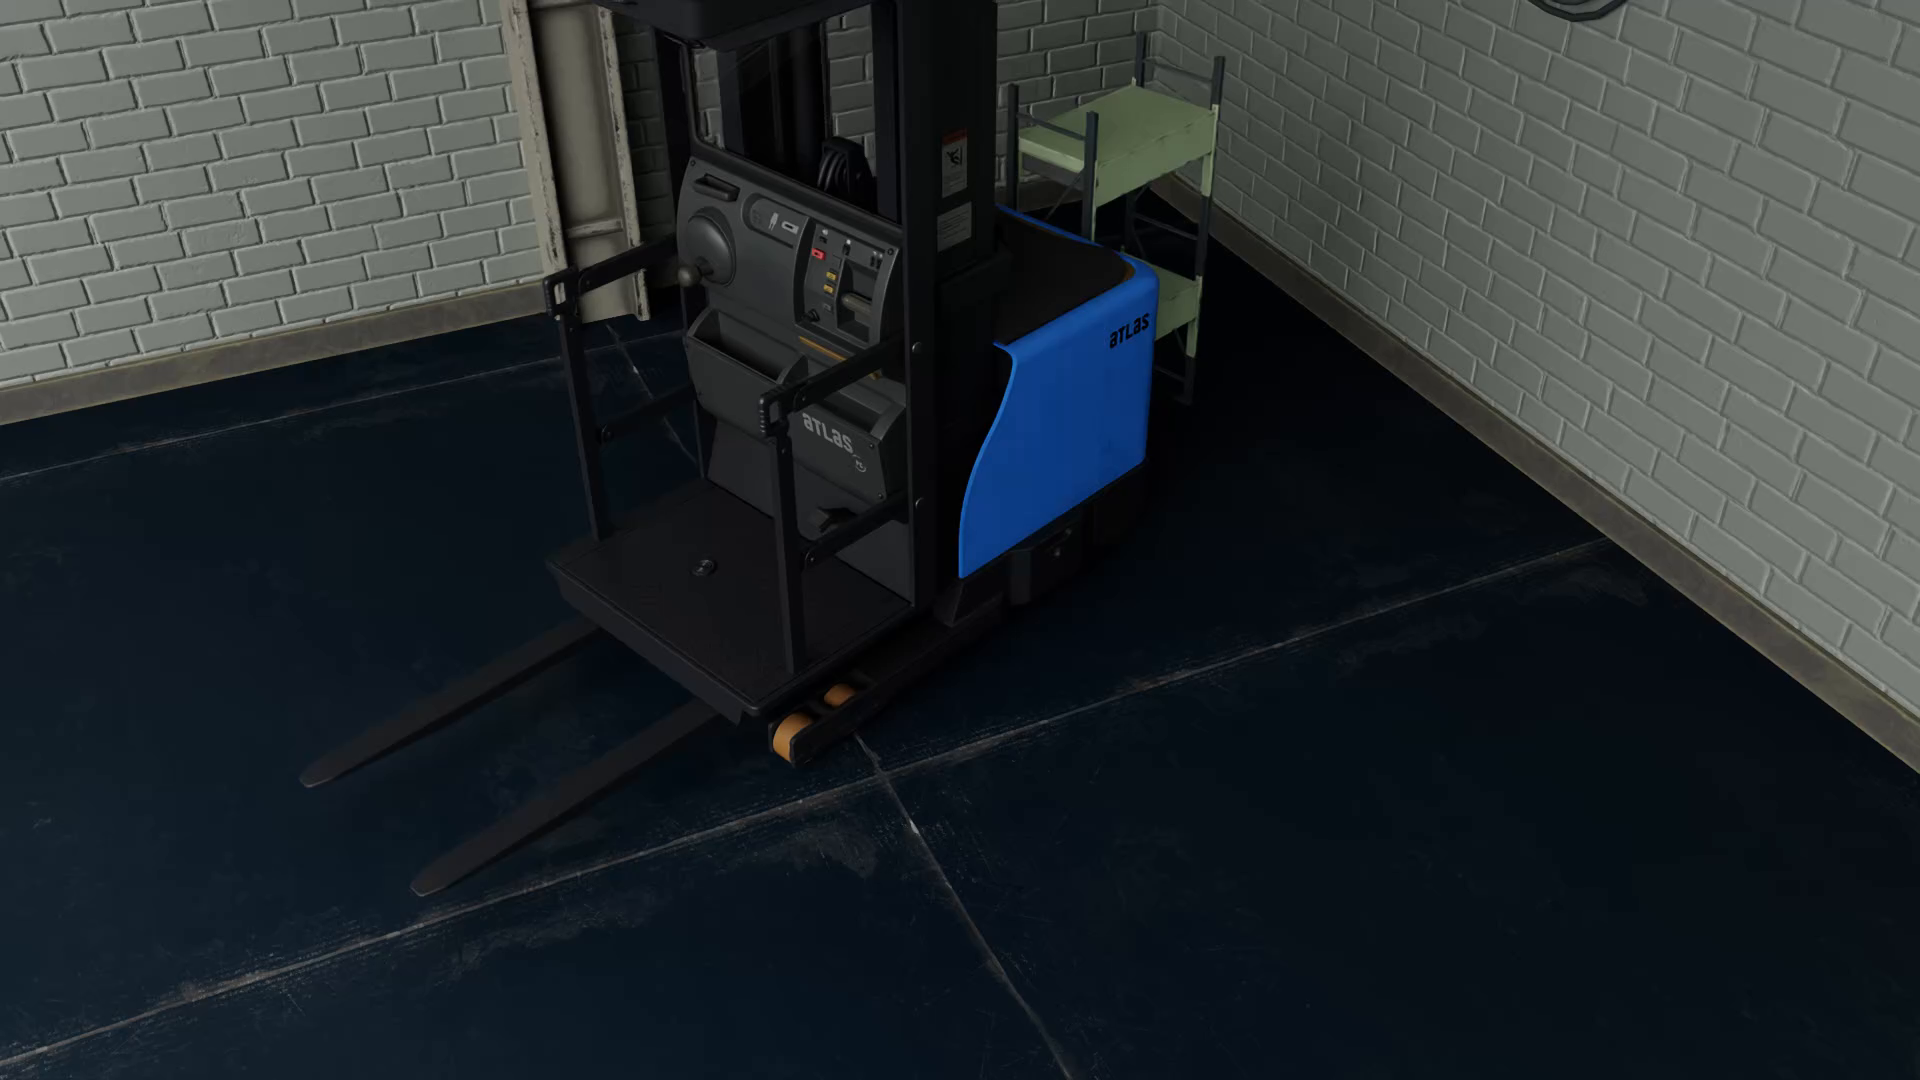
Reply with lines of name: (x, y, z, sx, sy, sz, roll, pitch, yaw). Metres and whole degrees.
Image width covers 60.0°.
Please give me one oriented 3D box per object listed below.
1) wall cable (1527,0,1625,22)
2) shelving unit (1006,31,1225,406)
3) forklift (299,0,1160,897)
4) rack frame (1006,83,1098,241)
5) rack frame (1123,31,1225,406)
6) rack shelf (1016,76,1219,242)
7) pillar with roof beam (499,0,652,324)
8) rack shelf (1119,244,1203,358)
wall cable: (1.572, -3.446, 5.948, 0.112, 2.526, 3.097, -16, 39, -20)
shelving unit: (0.575, -1.098, 6.471, 0.431, 1.500, 0.755, 30, 46, 34)
forklift: (-0.676, -0.810, 4.881, 1.130, 2.935, 3.031, 30, 46, 34)
rack frame: (0.323, -0.940, 6.258, 0.400, 1.500, 0.023, 30, 46, 34)
rack frame: (0.827, -1.256, 6.684, 0.400, 1.500, 0.023, 30, 46, 34)
rack shelf: (0.575, -1.411, 6.239, 0.431, 0.370, 0.720, 30, 46, 34)
pillar with roof beam: (0.173, -2.339, 1.849, 0.400, 9.000, 9.100, -16, 39, -20)
rack shelf: (0.575, -0.836, 6.665, 0.431, 0.370, 0.720, 30, 46, 34)
